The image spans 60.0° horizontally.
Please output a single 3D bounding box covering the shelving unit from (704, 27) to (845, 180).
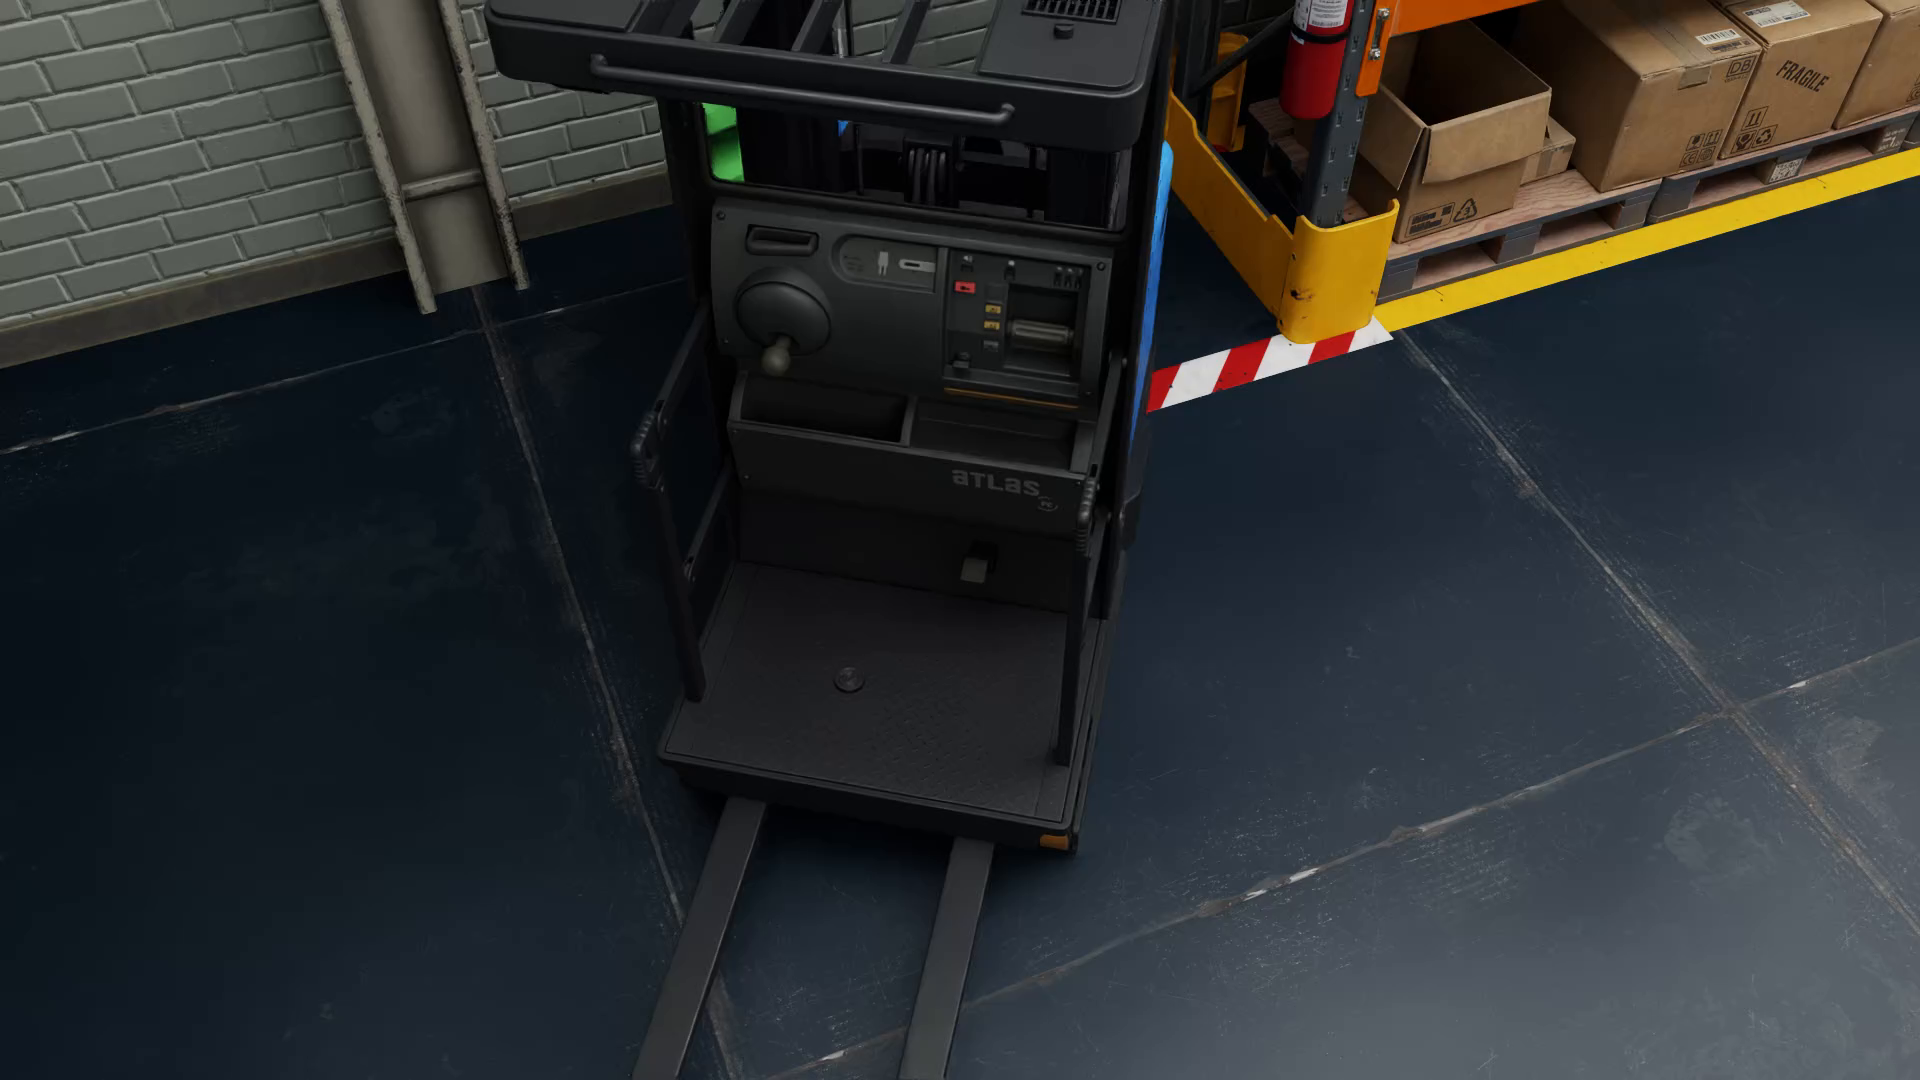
[{"bbox_3d":[-0.612,-1.085,5.383,0.503,1.200,0.258,-25,51,-20],"label":"shelving unit"}]

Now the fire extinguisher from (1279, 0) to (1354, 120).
[{"bbox_3d":[1.076,-1.574,4.921,0.183,0.674,0.296,-17,52,-14],"label":"fire extinguisher"}]

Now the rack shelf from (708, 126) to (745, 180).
[{"bbox_3d":[-0.616,-1.205,5.254,0.480,0.148,0.258,-25,51,-20],"label":"rack shelf"}]

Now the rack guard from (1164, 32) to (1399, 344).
[{"bbox_3d":[1.108,-1.295,6.032,0.348,0.500,1.175,-17,52,-14],"label":"rack guard"}]

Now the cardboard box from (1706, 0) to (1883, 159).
[{"bbox_3d":[2.973,-1.818,6.205,0.500,0.500,0.500,-16,51,-14],"label":"cardboard box"}]

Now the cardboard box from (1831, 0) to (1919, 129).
[{"bbox_3d":[3.406,-2.034,6.391,0.500,0.500,0.700,-19,52,-16],"label":"cardboard box"}]

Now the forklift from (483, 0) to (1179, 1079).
[{"bbox_3d":[-0.163,-0.433,3.690,1.130,2.935,3.031,9,50,8],"label":"forklift"}]

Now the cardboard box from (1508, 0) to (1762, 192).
[{"bbox_3d":[2.445,-1.737,6.135,0.500,0.500,0.700,-15,51,-13],"label":"cardboard box"}]

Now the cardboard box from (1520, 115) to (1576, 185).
[{"bbox_3d":[2.047,-1.499,6.162,0.250,0.149,0.380,-19,52,-16],"label":"cardboard box"}]

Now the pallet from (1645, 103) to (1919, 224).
[{"bbox_3d":[2.973,-1.777,6.637,1.213,0.211,1.003,-17,52,-14],"label":"pallet"}]

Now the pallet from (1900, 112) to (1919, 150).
[{"bbox_3d":[4.104,-2.130,6.940,1.213,0.211,1.003,-17,52,-14],"label":"pallet"}]

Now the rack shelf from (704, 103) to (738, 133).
[{"bbox_3d":[-0.623,-1.369,5.079,0.480,0.148,0.258,-25,51,-20],"label":"rack shelf"}]

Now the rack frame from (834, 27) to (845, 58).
[{"bbox_3d":[-0.405,-1.183,5.467,0.015,1.200,0.240,-25,51,-20],"label":"rack frame"}]

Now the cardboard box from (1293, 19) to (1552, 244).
[{"bbox_3d":[1.639,-1.520,5.947,0.637,0.503,0.797,-19,52,-16],"label":"cardboard box"}]

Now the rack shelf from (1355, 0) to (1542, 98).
[{"bbox_3d":[2.889,-2.427,5.831,4.000,0.370,1.077,-17,52,-14],"label":"rack shelf"}]

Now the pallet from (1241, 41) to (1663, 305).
[{"bbox_3d":[1.845,-1.430,6.339,1.213,0.211,1.003,-17,52,-14],"label":"pallet"}]

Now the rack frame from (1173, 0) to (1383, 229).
[{"bbox_3d":[1.037,-2.087,5.065,0.127,3.000,1.000,-17,52,-14],"label":"rack frame"}]
